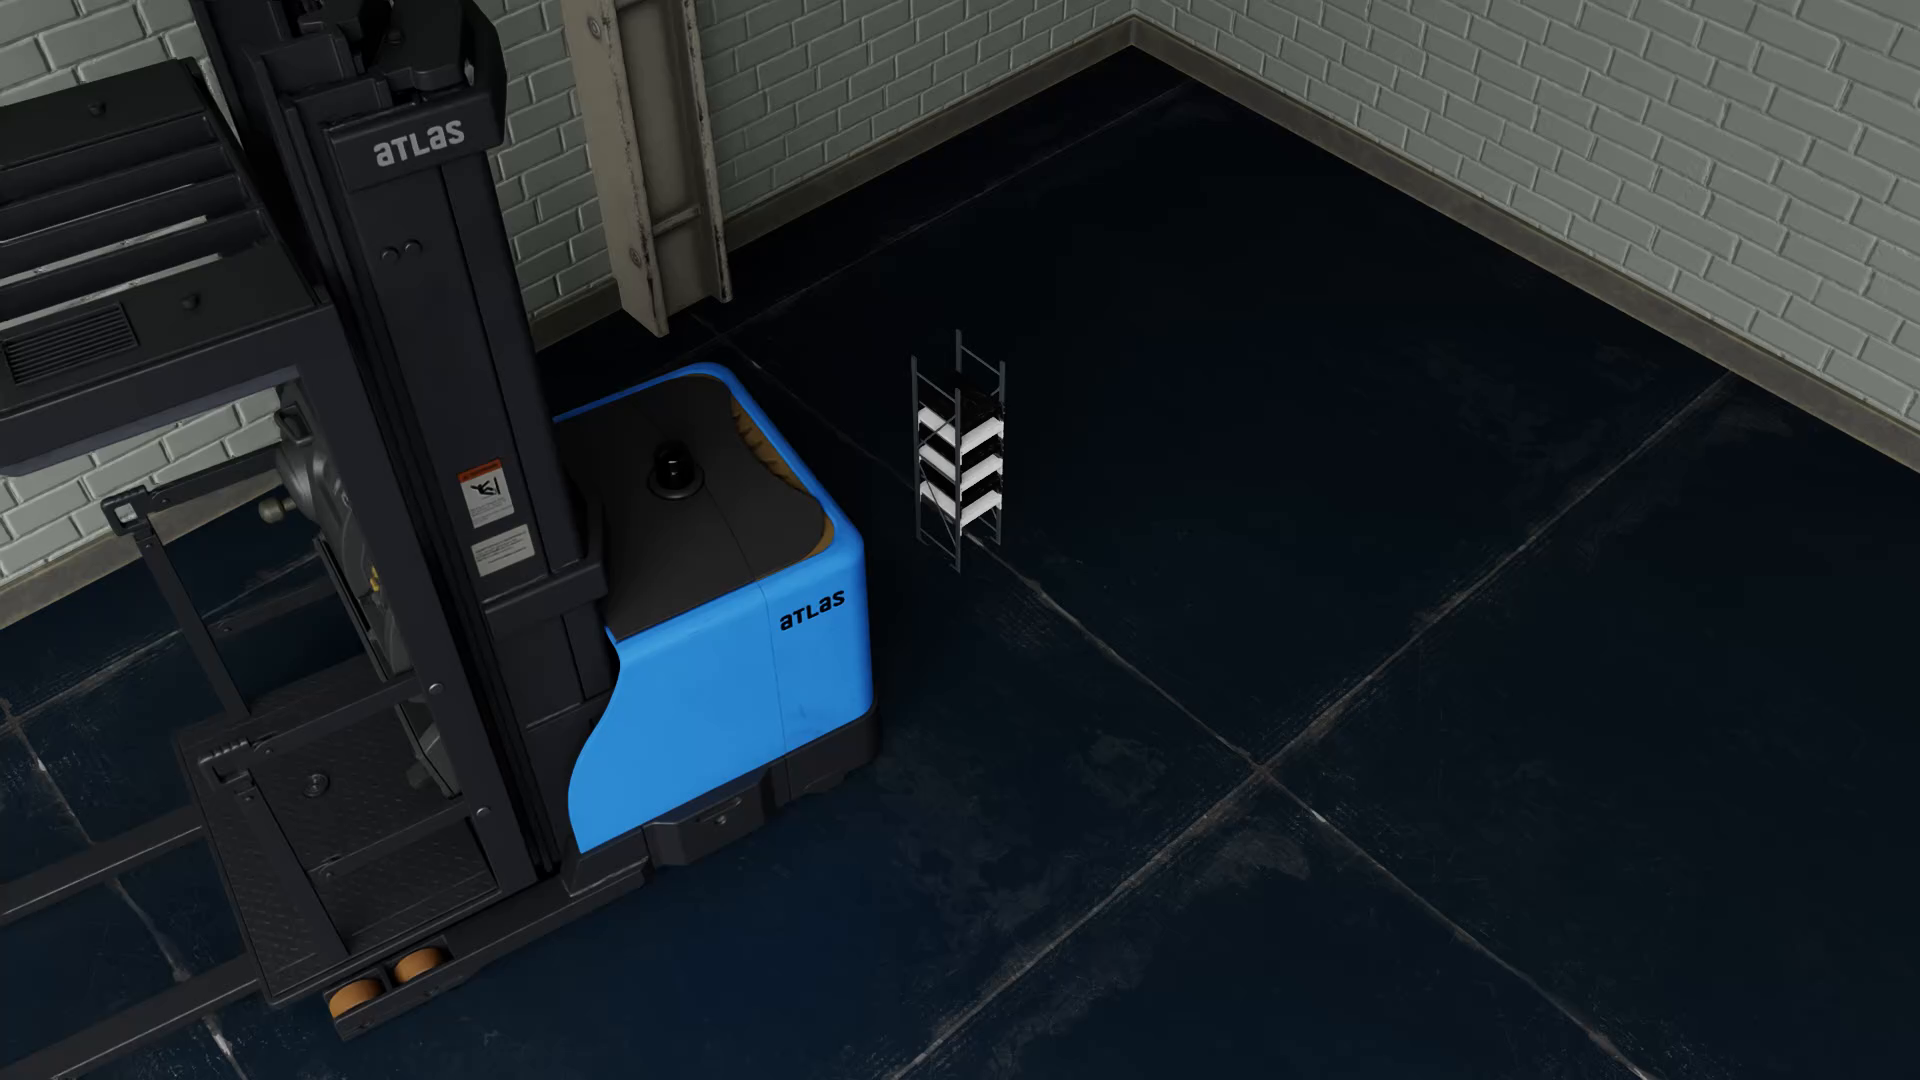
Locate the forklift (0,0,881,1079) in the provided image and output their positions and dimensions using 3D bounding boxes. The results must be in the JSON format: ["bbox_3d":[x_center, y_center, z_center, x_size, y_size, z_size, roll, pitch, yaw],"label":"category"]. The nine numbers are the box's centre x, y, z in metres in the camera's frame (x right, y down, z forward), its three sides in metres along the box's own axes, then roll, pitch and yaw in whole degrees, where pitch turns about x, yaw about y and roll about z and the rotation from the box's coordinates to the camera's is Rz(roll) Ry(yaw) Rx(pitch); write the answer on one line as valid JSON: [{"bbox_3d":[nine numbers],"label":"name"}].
[{"bbox_3d":[-1.786,0.011,4.246,3.031,2.935,1.130,-25,52,-21],"label":"forklift"}]

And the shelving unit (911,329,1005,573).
[{"bbox_3d":[-0.006,-0.301,5.916,0.210,0.900,0.258,-34,56,-27],"label":"shelving unit"}]

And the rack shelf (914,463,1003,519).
[{"bbox_3d":[-0.006,-0.218,6.006,0.200,0.077,0.258,-34,56,-27],"label":"rack shelf"}]

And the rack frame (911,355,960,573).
[{"bbox_3d":[-0.081,-0.251,5.869,0.006,0.900,0.240,-34,56,-27],"label":"rack frame"}]

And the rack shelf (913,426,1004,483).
[{"bbox_3d":[-0.006,-0.340,5.874,0.200,0.077,0.258,-34,56,-27],"label":"rack shelf"}]

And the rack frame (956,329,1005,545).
[{"bbox_3d":[0.069,-0.351,5.962,0.006,0.900,0.240,-34,56,-27],"label":"rack frame"}]

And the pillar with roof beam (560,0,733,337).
[{"bbox_3d":[1.666,-1.747,1.739,0.400,9.000,9.100,-34,56,-27],"label":"pillar with roof beam"}]

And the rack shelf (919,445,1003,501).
[{"bbox_3d":[-0.006,-0.279,5.940,0.200,0.077,0.258,-34,56,-27],"label":"rack shelf"}]

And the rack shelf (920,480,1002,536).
[{"bbox_3d":[-0.006,-0.156,6.072,0.200,0.077,0.258,-34,56,-27],"label":"rack shelf"}]

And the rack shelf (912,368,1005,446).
[{"bbox_3d":[-0.006,-0.462,5.742,0.200,0.077,0.258,-34,56,-27],"label":"rack shelf"}]

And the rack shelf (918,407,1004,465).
[{"bbox_3d":[-0.006,-0.401,5.808,0.200,0.077,0.258,-34,56,-27],"label":"rack shelf"}]
